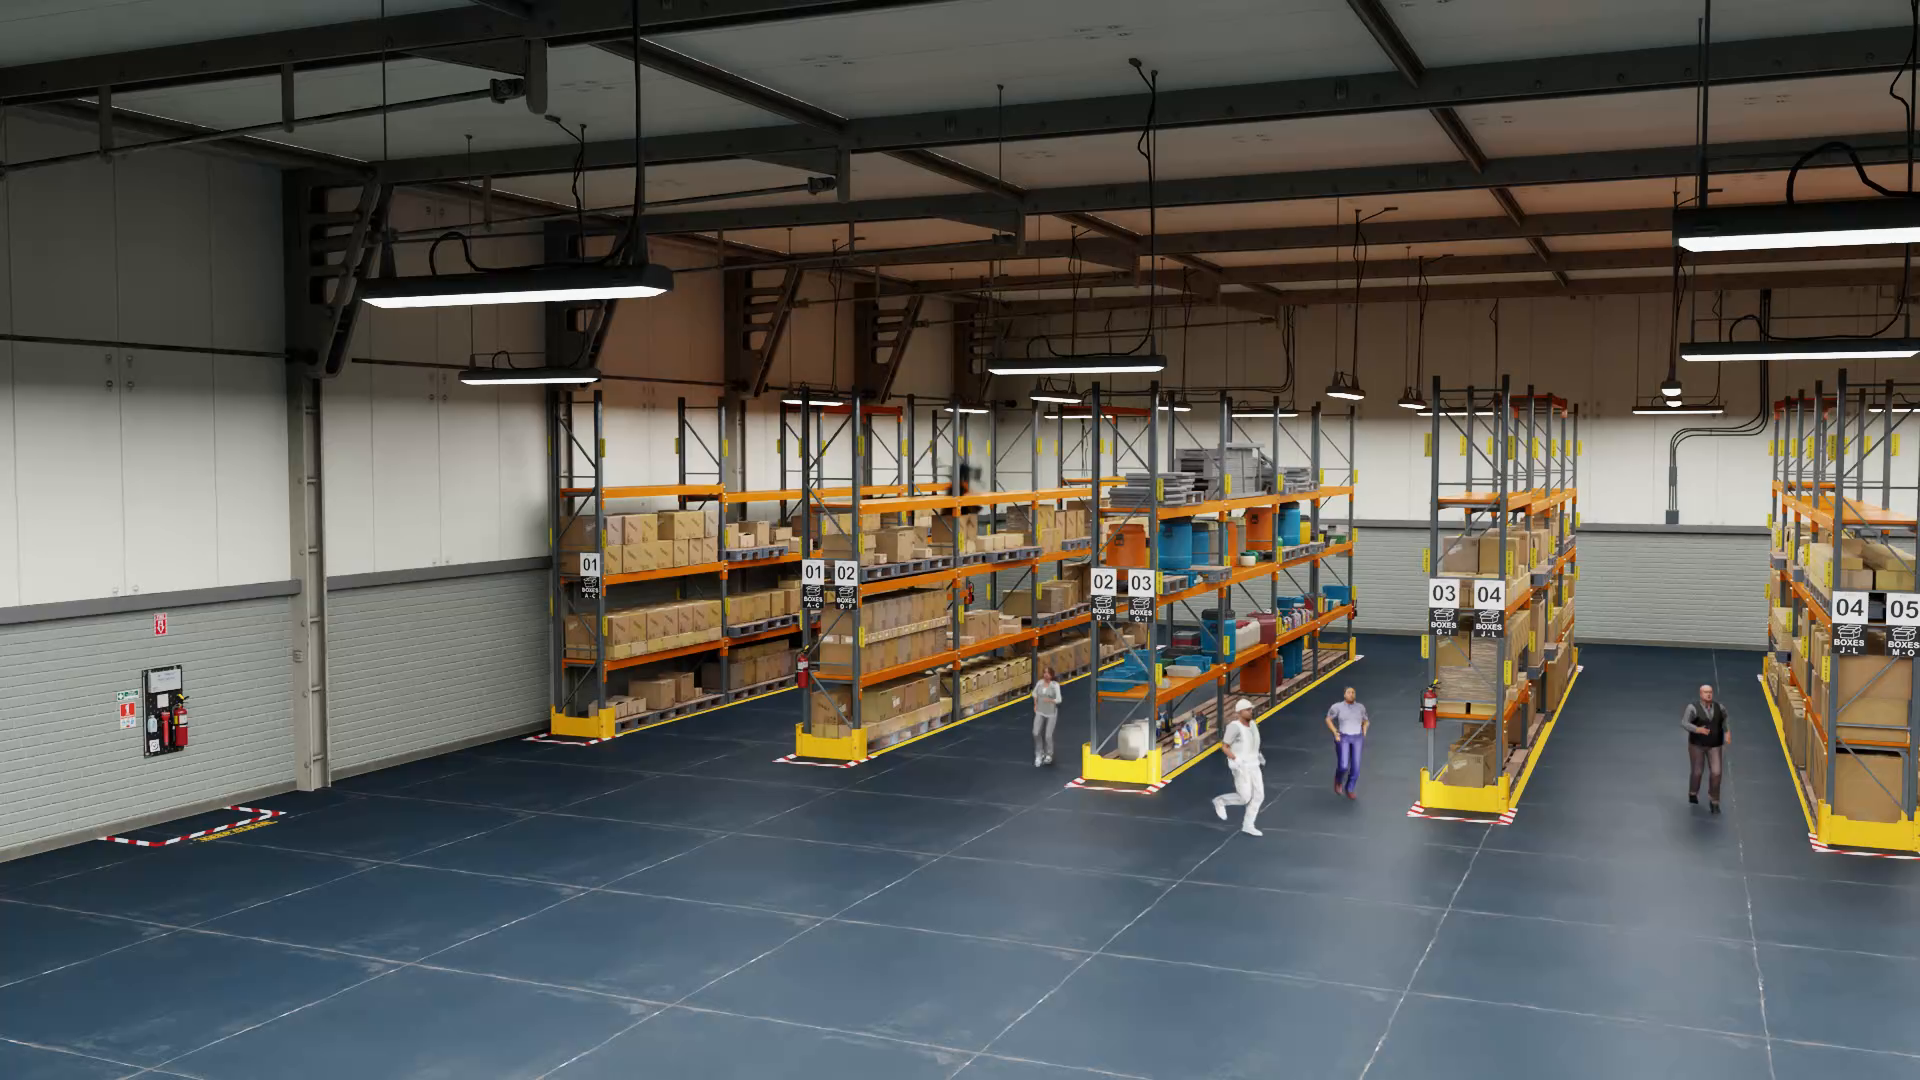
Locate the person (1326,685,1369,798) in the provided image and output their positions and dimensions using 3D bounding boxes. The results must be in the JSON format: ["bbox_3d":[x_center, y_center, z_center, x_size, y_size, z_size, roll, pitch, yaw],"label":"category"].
[{"bbox_3d":[5.560,2.885,23.717,0.597,1.601,0.550,0,3,-2],"label":"person"}]

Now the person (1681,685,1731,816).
[{"bbox_3d":[10.280,2.890,22.919,0.673,1.804,0.760,1,3,11],"label":"person"}]

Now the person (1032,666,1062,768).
[{"bbox_3d":[1.341,2.771,26.078,0.526,1.605,0.664,1,3,18],"label":"person"}]

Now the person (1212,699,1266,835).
[{"bbox_3d":[3.663,2.943,21.681,0.665,1.750,0.719,-3,4,-43],"label":"person"}]
